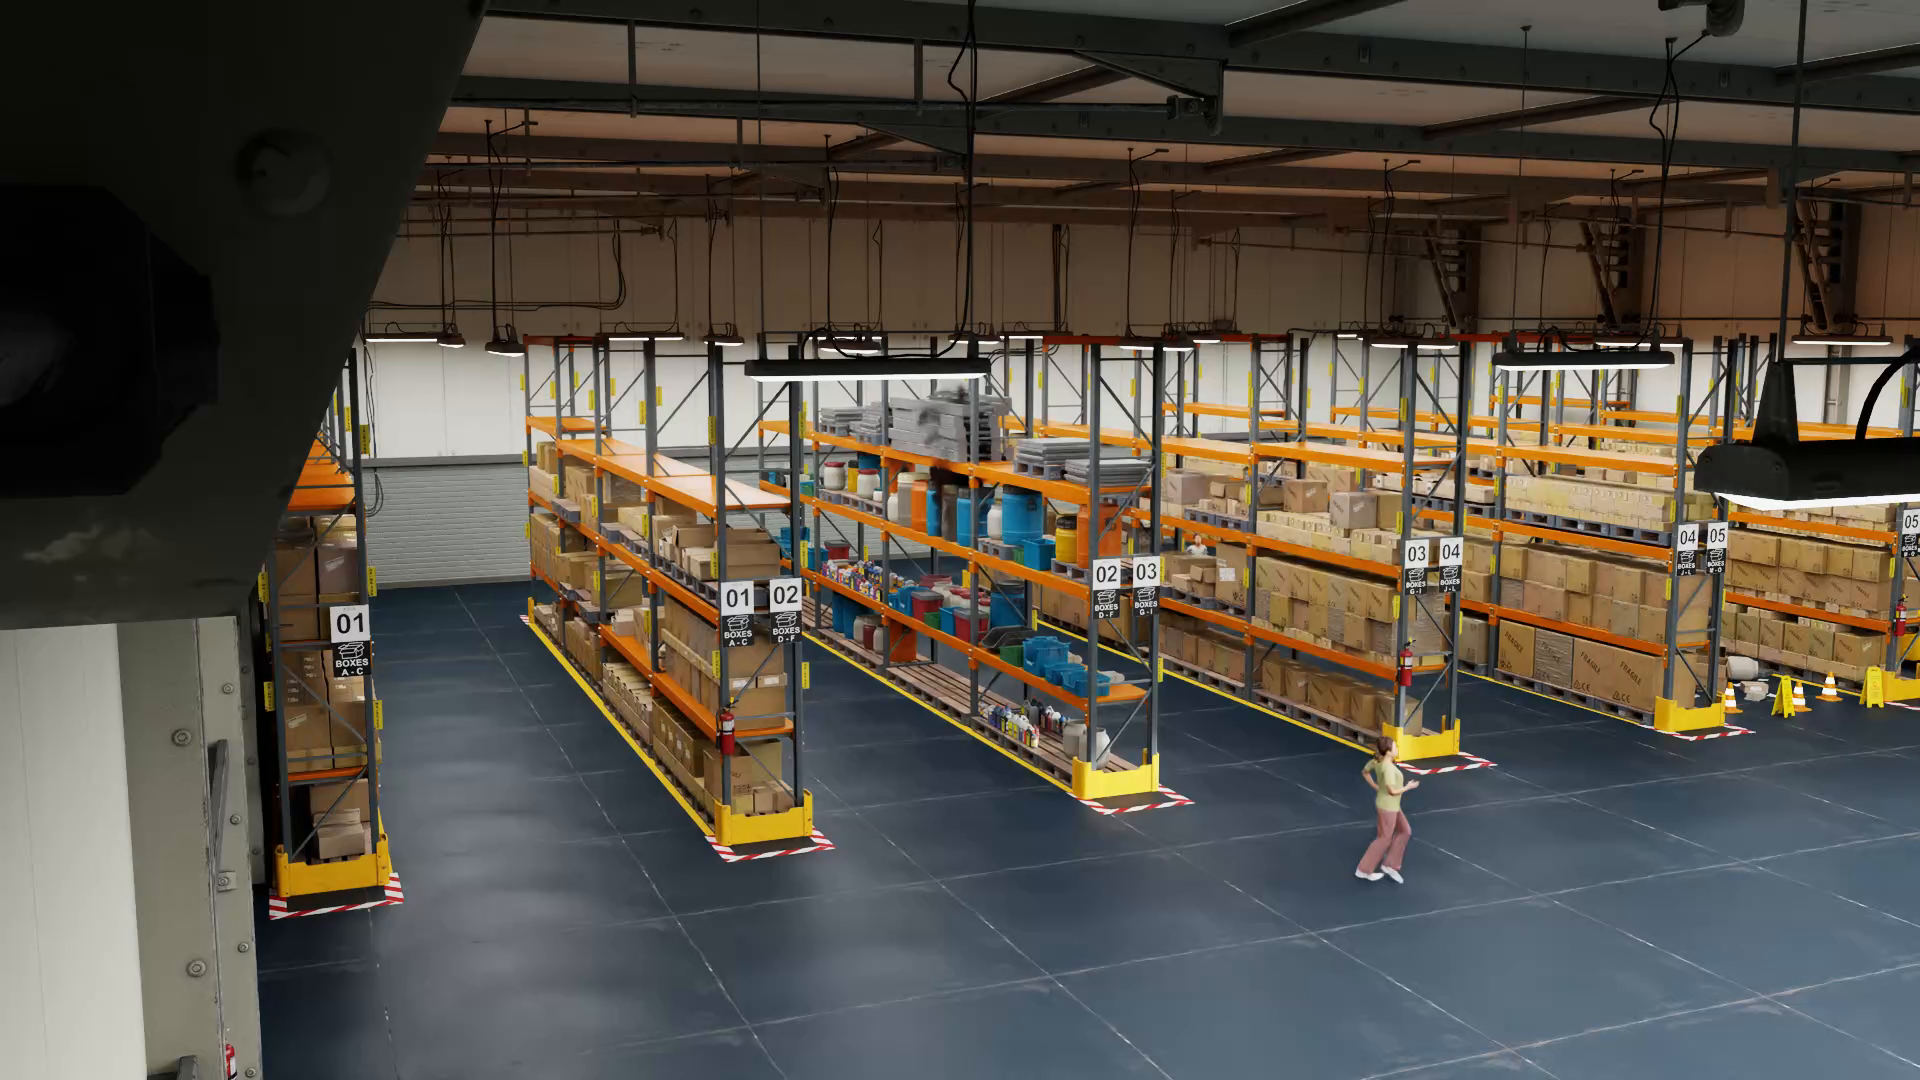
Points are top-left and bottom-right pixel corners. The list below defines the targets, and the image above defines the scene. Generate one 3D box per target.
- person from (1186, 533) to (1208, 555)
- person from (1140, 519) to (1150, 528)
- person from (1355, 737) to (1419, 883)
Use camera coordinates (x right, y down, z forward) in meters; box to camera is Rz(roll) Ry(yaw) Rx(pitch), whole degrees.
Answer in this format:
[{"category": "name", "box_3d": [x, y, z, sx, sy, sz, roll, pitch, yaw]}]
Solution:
[{"category": "person", "box_3d": [5.200, 0.675, 36.473, 0.563, 1.665, 0.793, -2, 8, -17]}, {"category": "person", "box_3d": [4.547, -0.001, 41.637, 0.745, 1.695, 0.699, -1, 8, -11]}, {"category": "person", "box_3d": [4.785, 3.039, 18.634, 0.670, 1.705, 0.558, 1, 8, 5]}]
